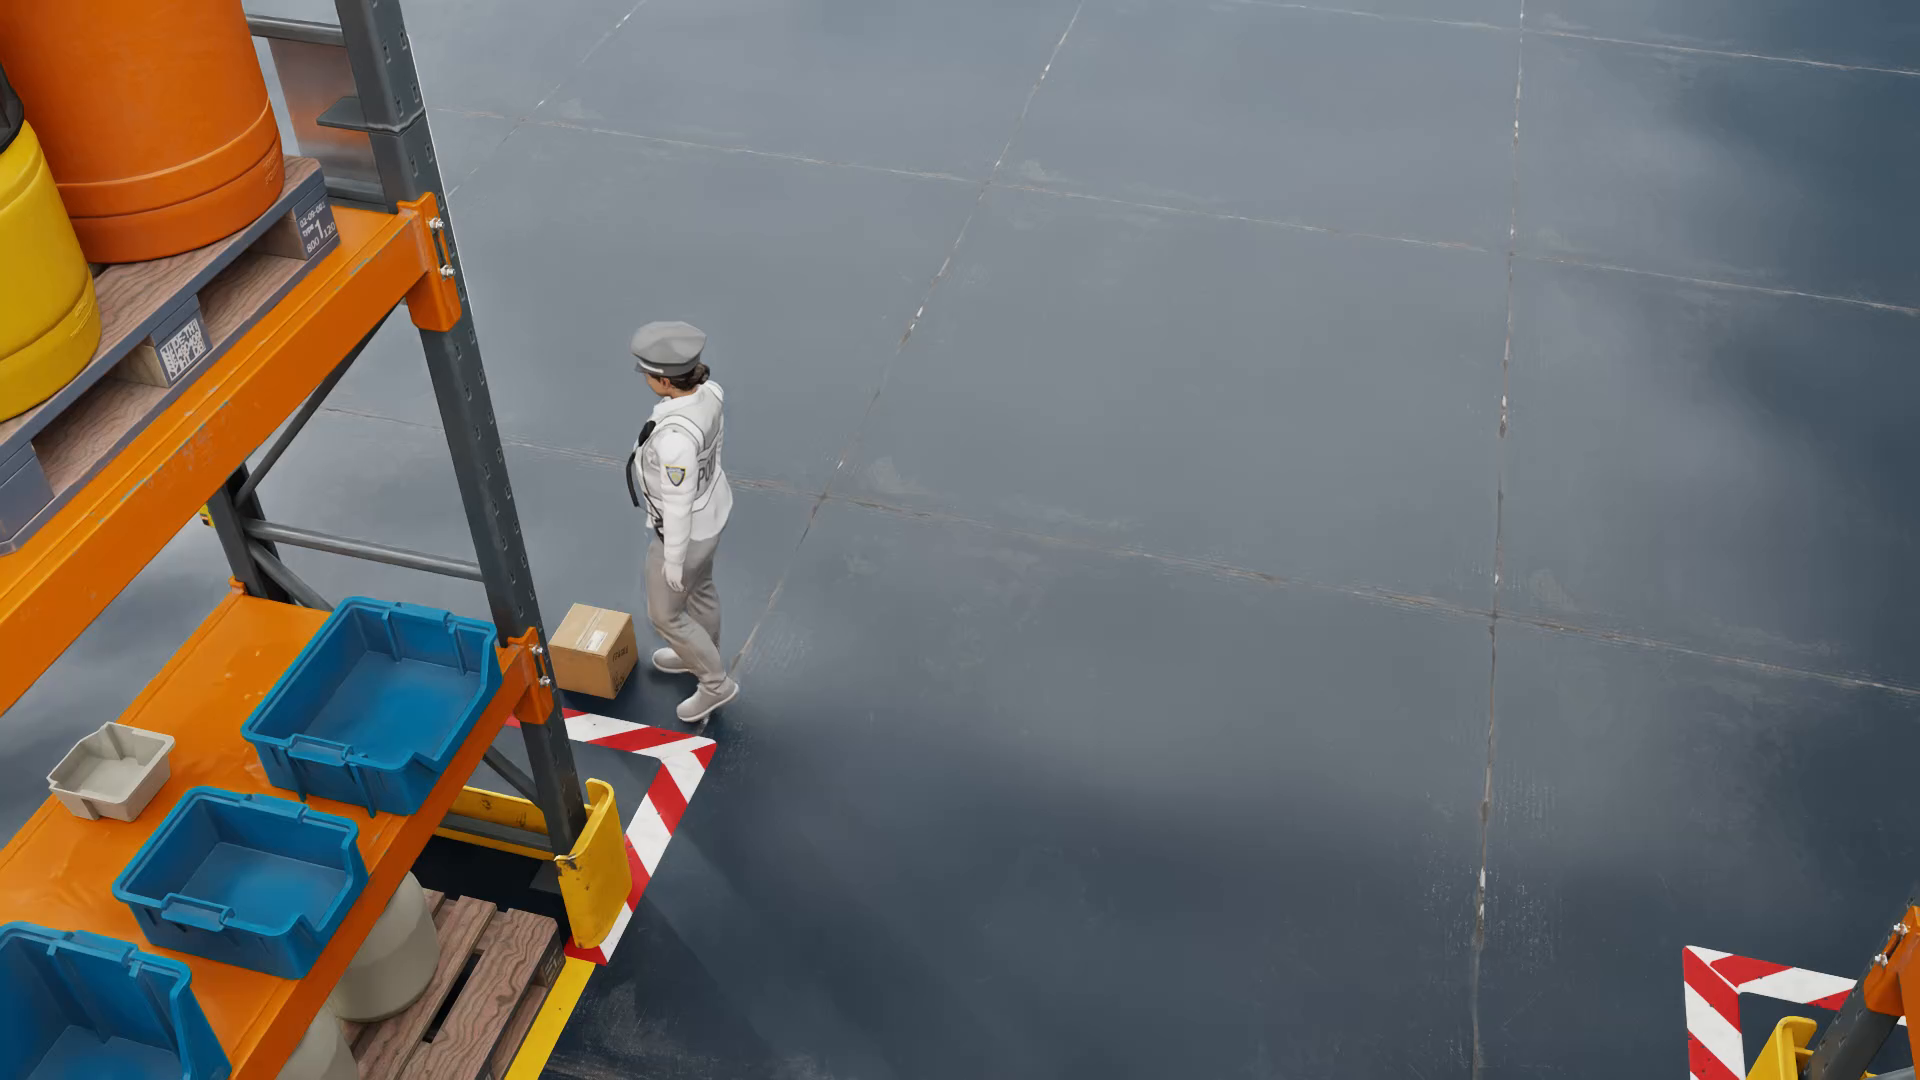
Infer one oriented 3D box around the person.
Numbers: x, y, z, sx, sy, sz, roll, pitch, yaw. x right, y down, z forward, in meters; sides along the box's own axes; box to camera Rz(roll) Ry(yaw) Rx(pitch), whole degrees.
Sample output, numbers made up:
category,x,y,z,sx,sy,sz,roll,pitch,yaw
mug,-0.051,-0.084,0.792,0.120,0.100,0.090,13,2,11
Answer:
category,x,y,z,sx,sy,sz,roll,pitch,yaw
person,-1.054,-0.039,6.212,0.412,1.722,0.504,6,42,7
